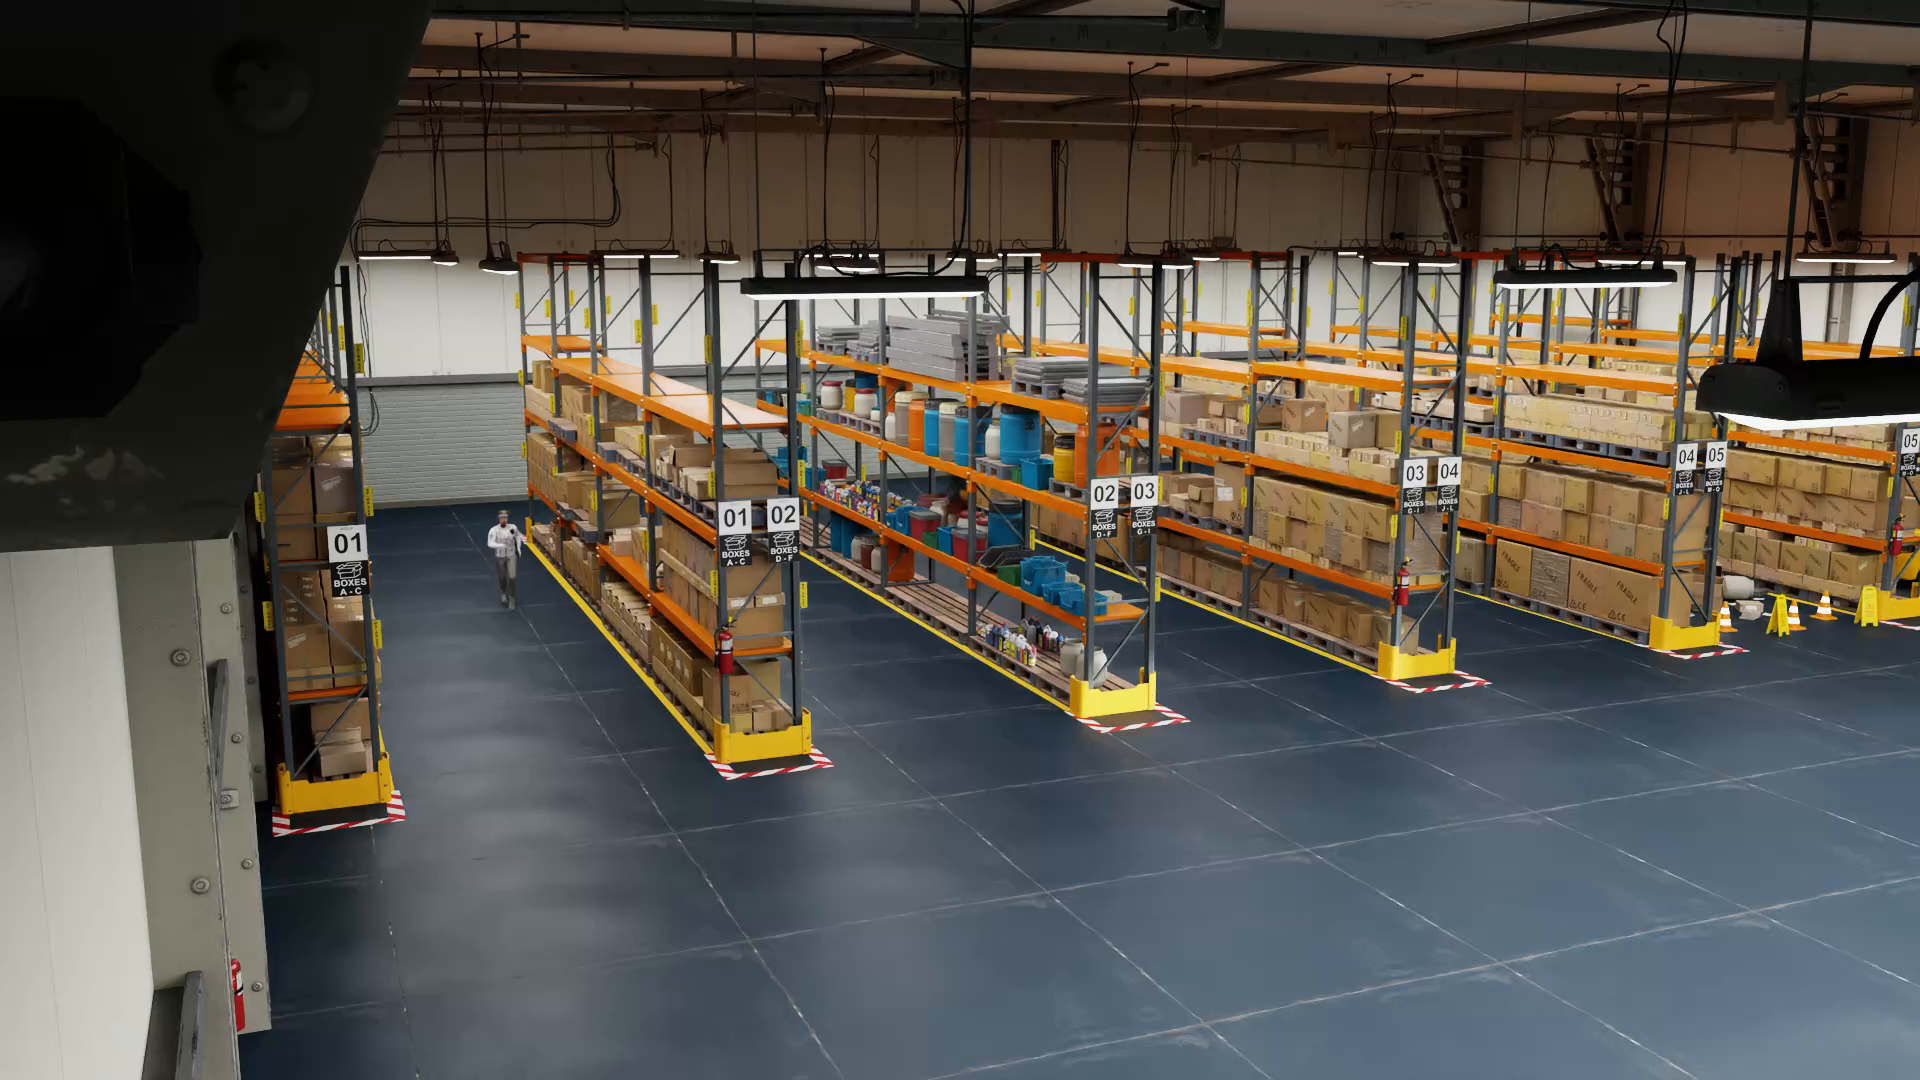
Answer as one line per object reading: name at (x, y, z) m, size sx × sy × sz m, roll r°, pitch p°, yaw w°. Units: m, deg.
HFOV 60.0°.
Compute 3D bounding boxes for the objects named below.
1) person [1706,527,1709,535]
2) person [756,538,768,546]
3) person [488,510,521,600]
person at (15.097, -0.705, 33.951) m, size 0.617 × 1.817 × 0.950 m, roll -5°, pitch 12°, yaw -26°
person at (-3.631, -0.043, 30.140) m, size 0.613 × 1.740 × 0.836 m, roll -4°, pitch 11°, yaw -22°
person at (-7.795, 0.138, 28.479) m, size 0.556 × 1.343 × 0.707 m, roll -3°, pitch 11°, yaw -16°
